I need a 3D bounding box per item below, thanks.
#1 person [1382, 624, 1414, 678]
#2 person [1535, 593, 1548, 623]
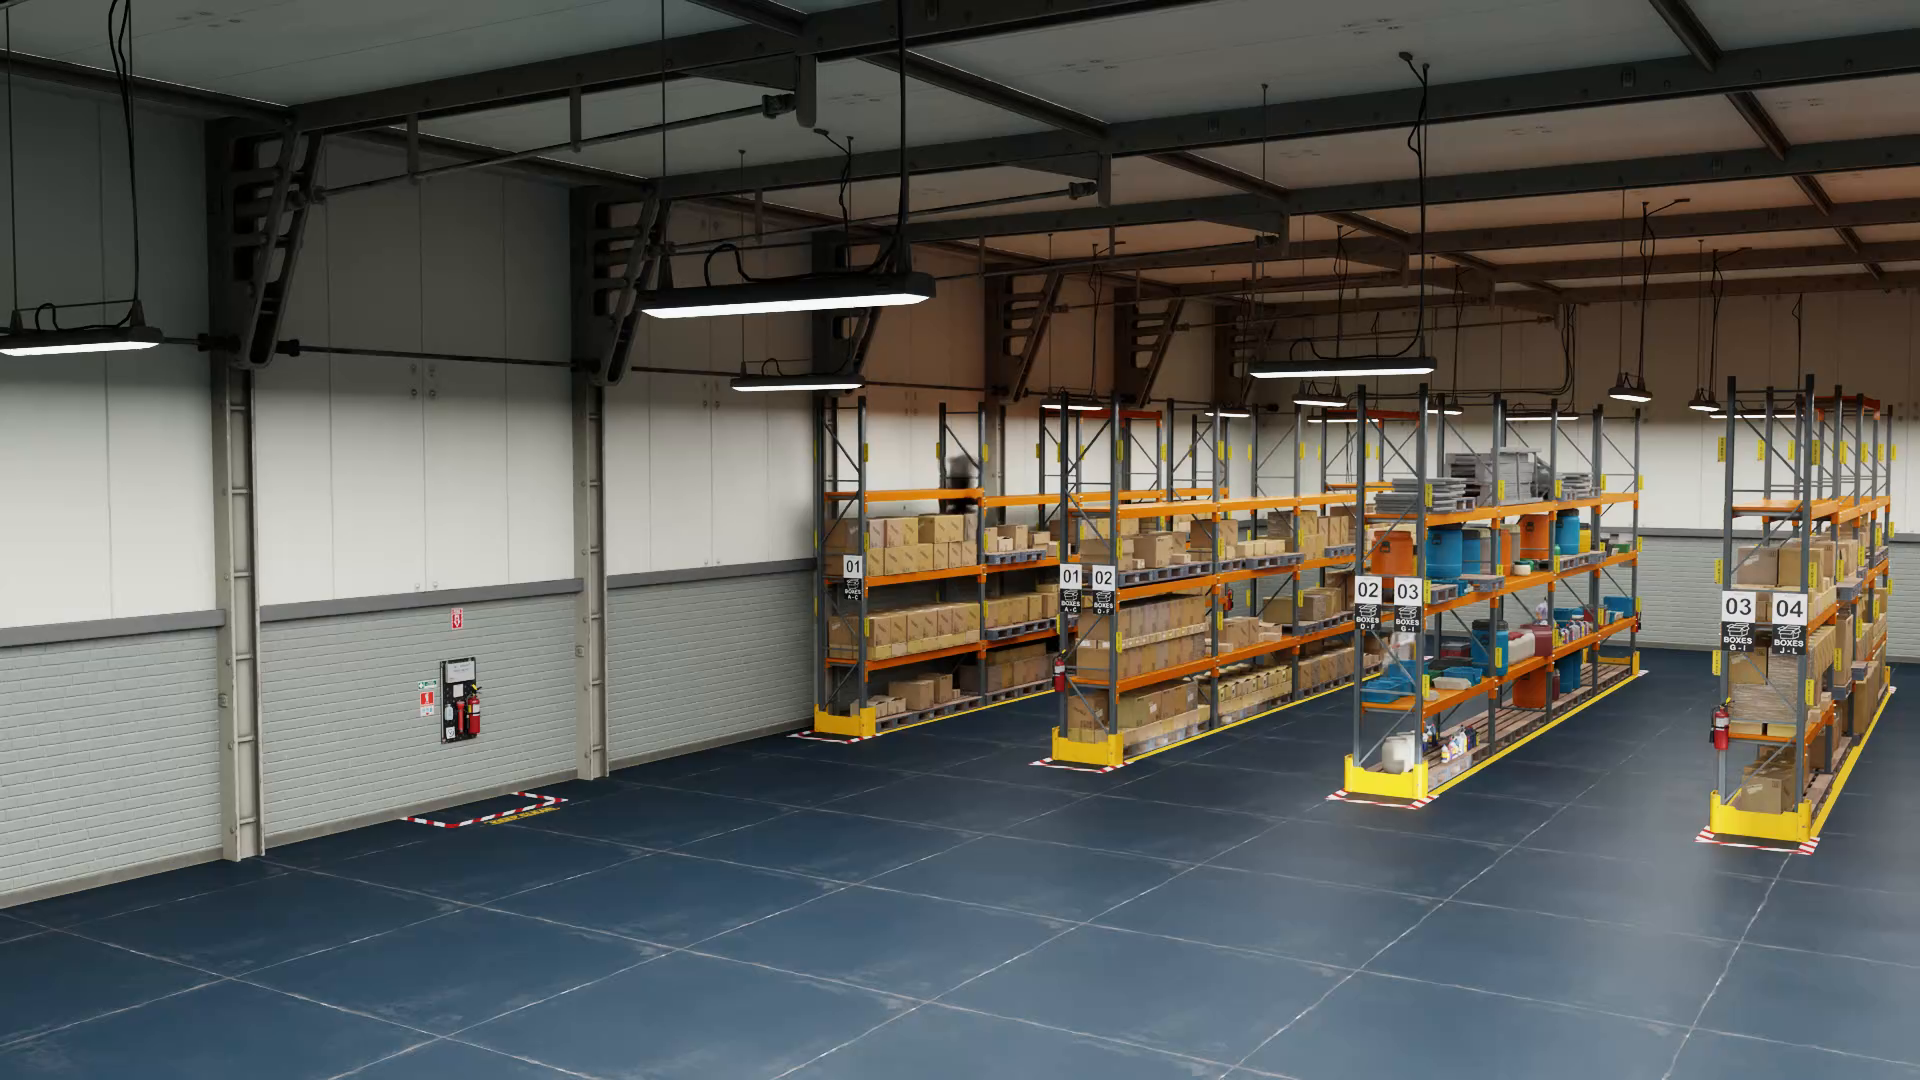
[{"bbox_3d":[9.104,2.295,34.540,0.858,1.720,0.784,-3,4,-43],"label":"person"},{"bbox_3d":[13.993,2.074,39.710,0.648,1.626,0.908,-2,3,-27],"label":"person"}]
